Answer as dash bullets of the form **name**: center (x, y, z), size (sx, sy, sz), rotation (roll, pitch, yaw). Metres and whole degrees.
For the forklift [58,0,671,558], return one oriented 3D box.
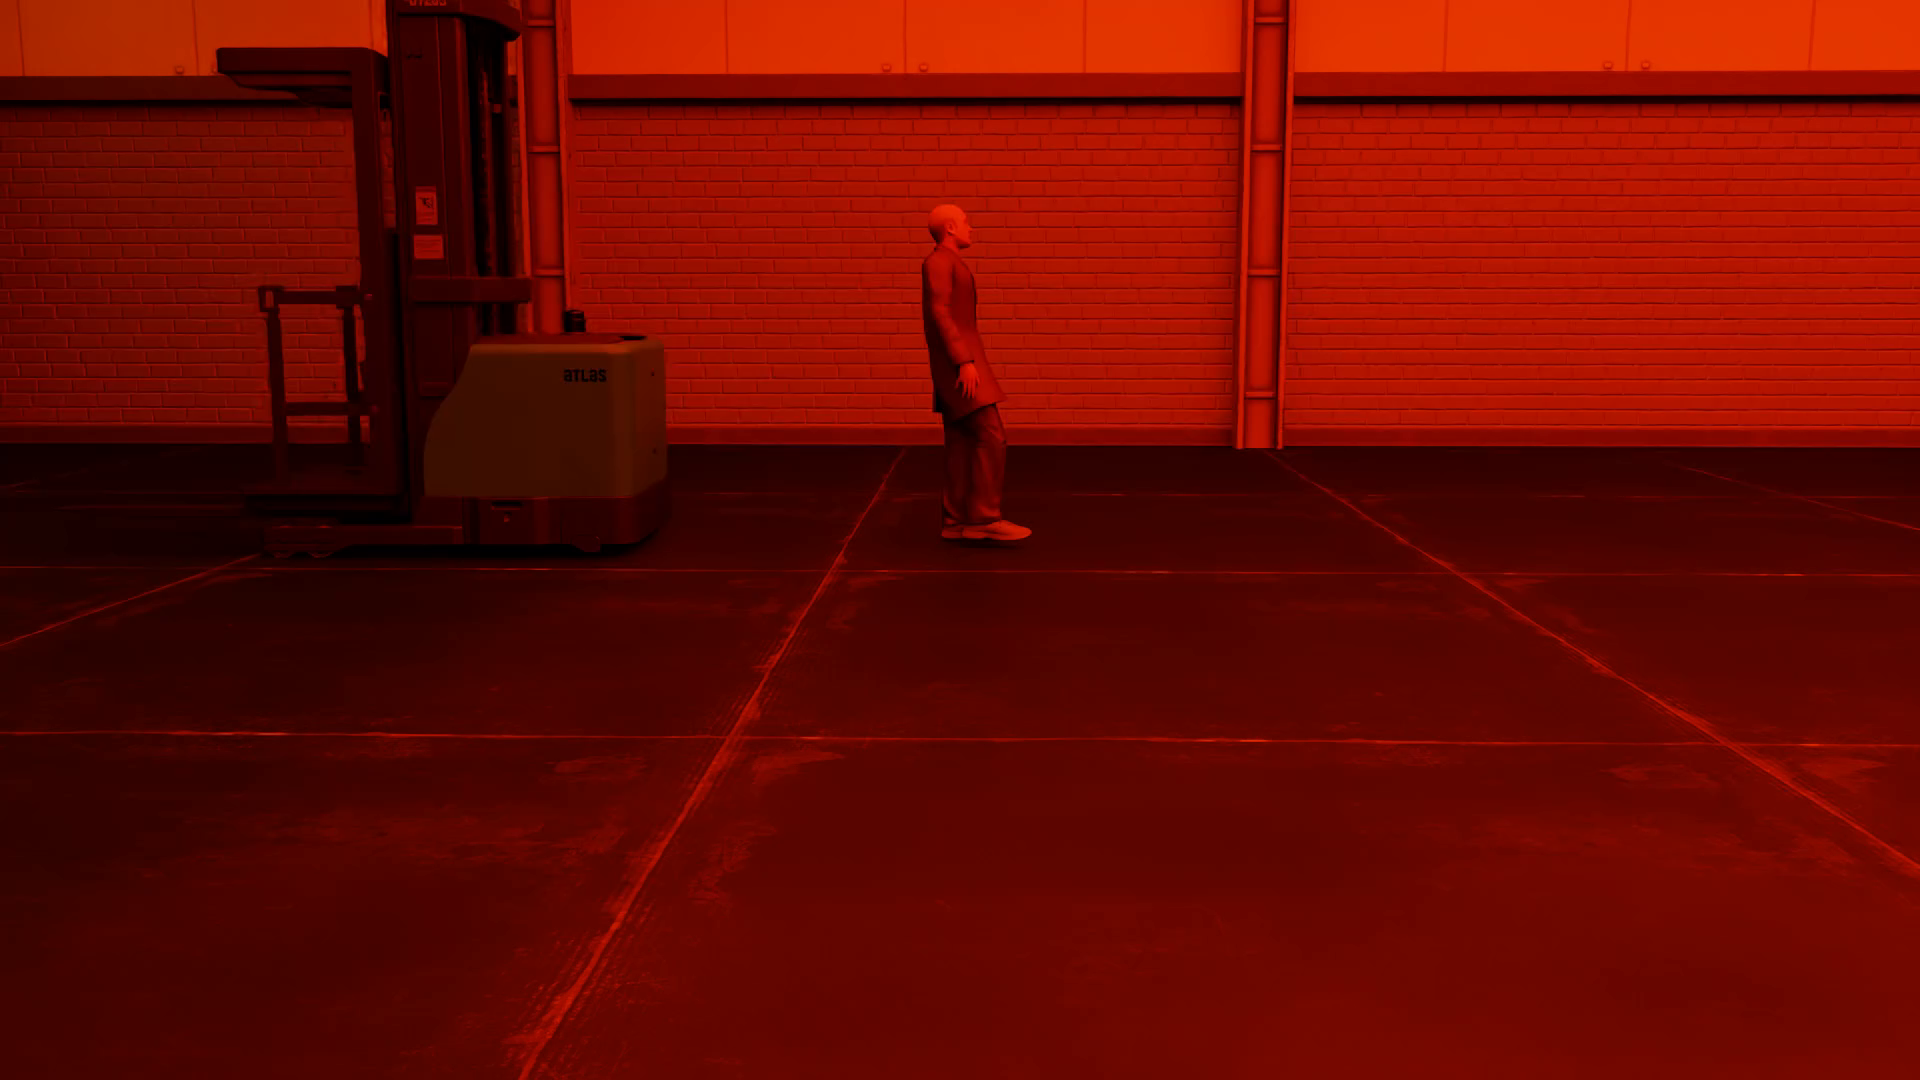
- **forklift**: center (-3.139, -1.437, 8.704), size (3.031, 2.935, 1.130), rotation (0, 9, 1)

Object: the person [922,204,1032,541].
- **person**: center (0.092, -0.885, 8.861), size (0.580, 1.778, 0.698), rotation (0, 9, 1)
